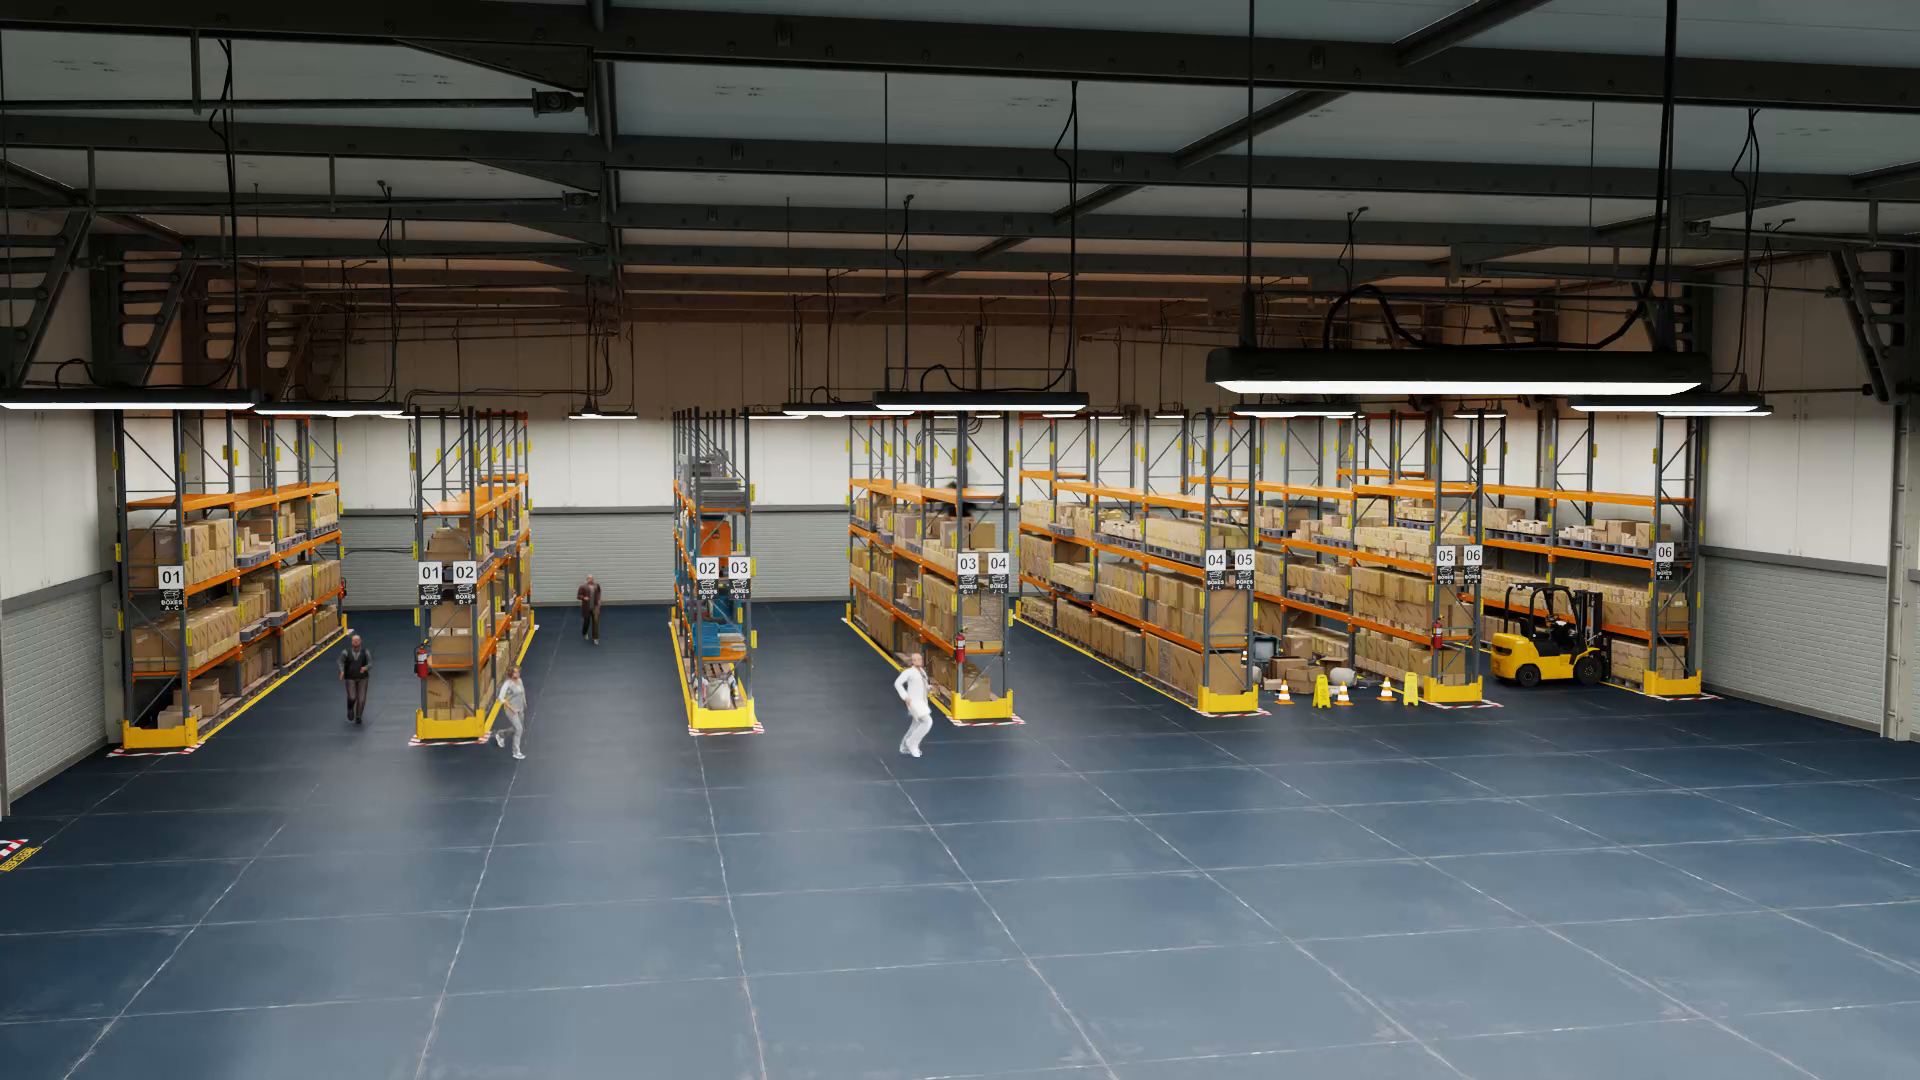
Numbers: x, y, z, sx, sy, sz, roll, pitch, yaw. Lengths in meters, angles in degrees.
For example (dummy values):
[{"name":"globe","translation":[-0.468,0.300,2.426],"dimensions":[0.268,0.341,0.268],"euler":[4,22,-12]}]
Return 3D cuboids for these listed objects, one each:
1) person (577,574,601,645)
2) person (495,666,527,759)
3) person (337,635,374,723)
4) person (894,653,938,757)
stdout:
[{"name":"person","translation":[-9.577,1.780,43.007],"dimensions":[0.677,1.794,1.006],"euler":[-2,4,-25]},{"name":"person","translation":[-7.682,2.924,28.382],"dimensions":[0.654,1.585,0.546],"euler":[2,5,27]},{"name":"person","translation":[-11.400,2.643,31.398],"dimensions":[0.644,1.680,0.591],"euler":[-2,5,-26]},{"name":"person","translation":[-0.713,2.817,28.409],"dimensions":[0.720,1.767,0.683],"euler":[2,4,23]}]
